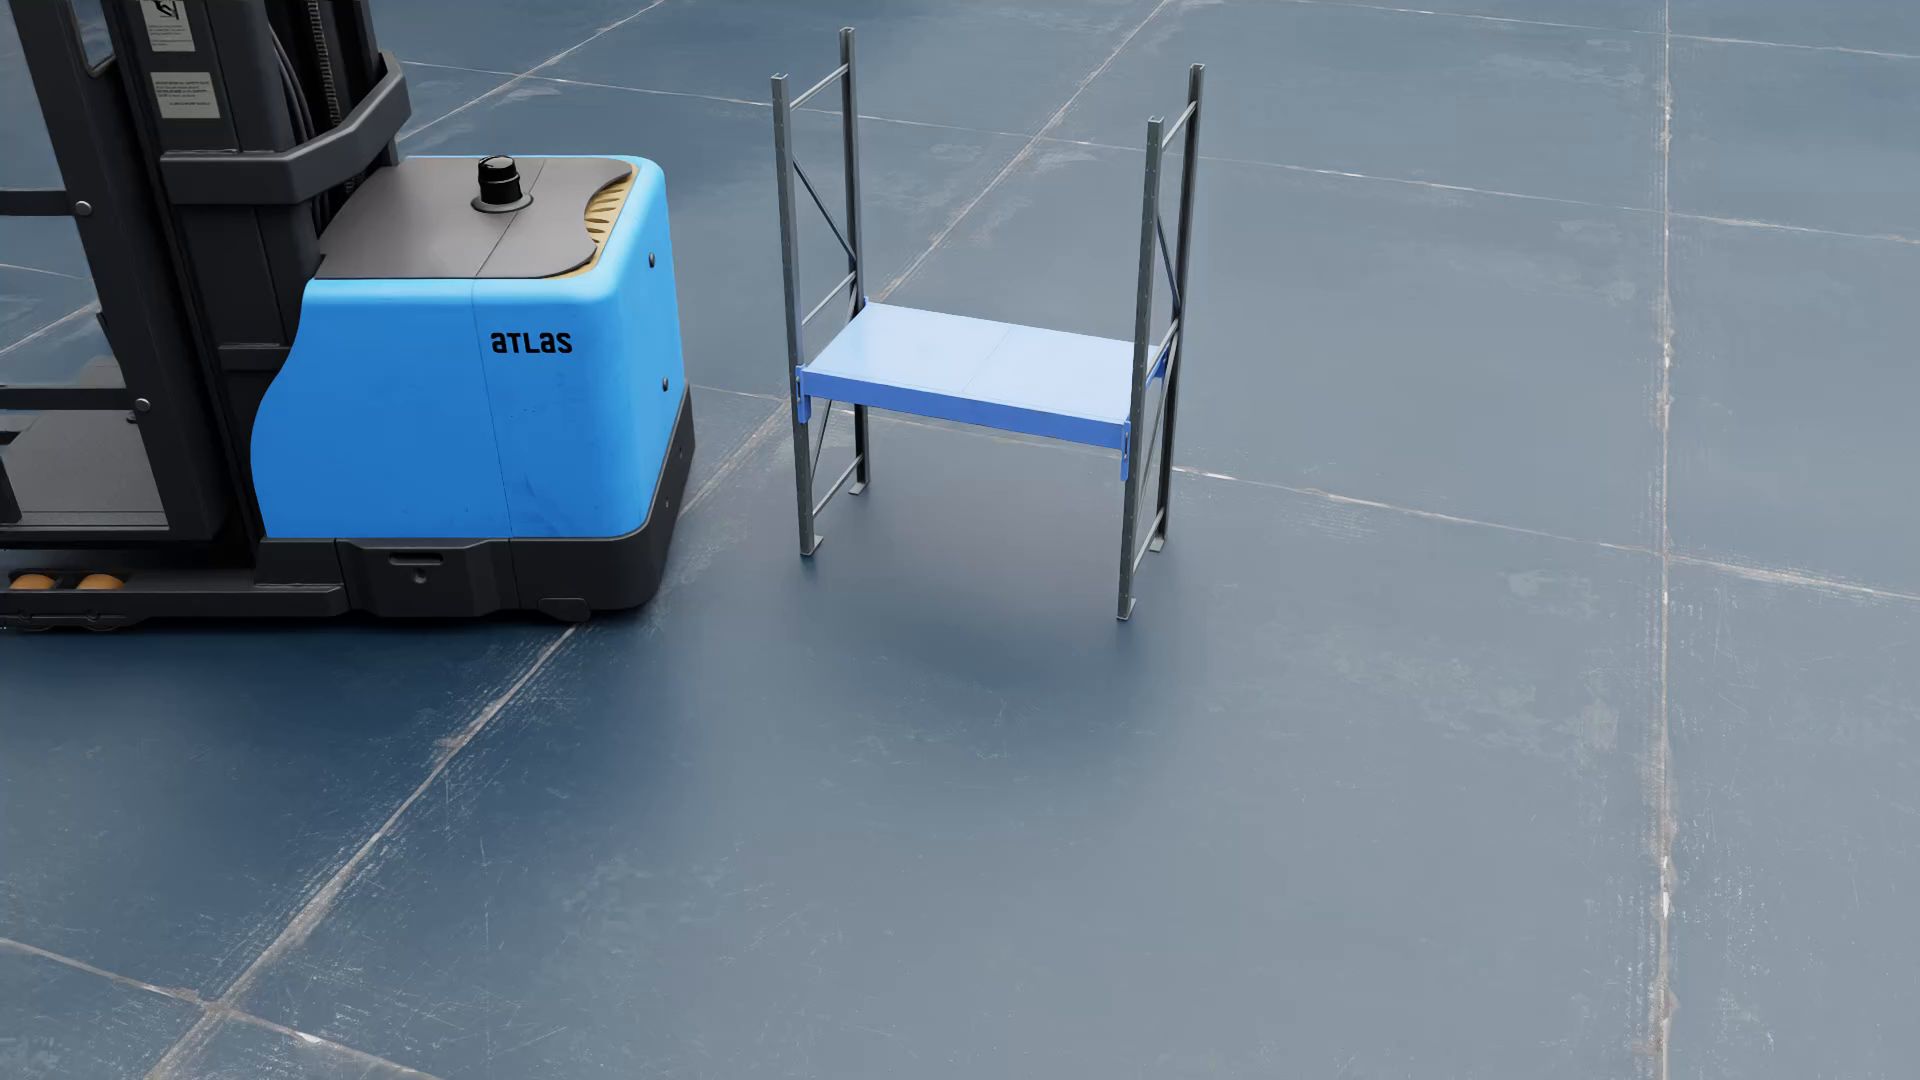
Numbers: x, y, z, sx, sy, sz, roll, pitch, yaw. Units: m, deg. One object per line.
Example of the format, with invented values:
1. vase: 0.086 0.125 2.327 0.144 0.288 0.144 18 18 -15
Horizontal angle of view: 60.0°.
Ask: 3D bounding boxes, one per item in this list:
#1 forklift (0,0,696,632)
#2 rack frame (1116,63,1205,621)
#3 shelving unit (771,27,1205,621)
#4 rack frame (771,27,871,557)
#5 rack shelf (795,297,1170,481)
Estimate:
1. forklift: -2.405 -1.252 4.487 3.031 2.935 1.130 0 33 0
2. rack frame: 0.559 -0.521 4.675 0.032 1.500 0.500 11 34 16
3. shelving unit: 0.080 -0.614 4.819 1.048 1.500 0.538 11 34 16
4. rack frame: -0.398 -0.708 4.963 0.032 1.500 0.500 11 34 16
5. rack shelf: 0.080 -0.463 4.917 1.000 0.185 0.538 11 34 16
